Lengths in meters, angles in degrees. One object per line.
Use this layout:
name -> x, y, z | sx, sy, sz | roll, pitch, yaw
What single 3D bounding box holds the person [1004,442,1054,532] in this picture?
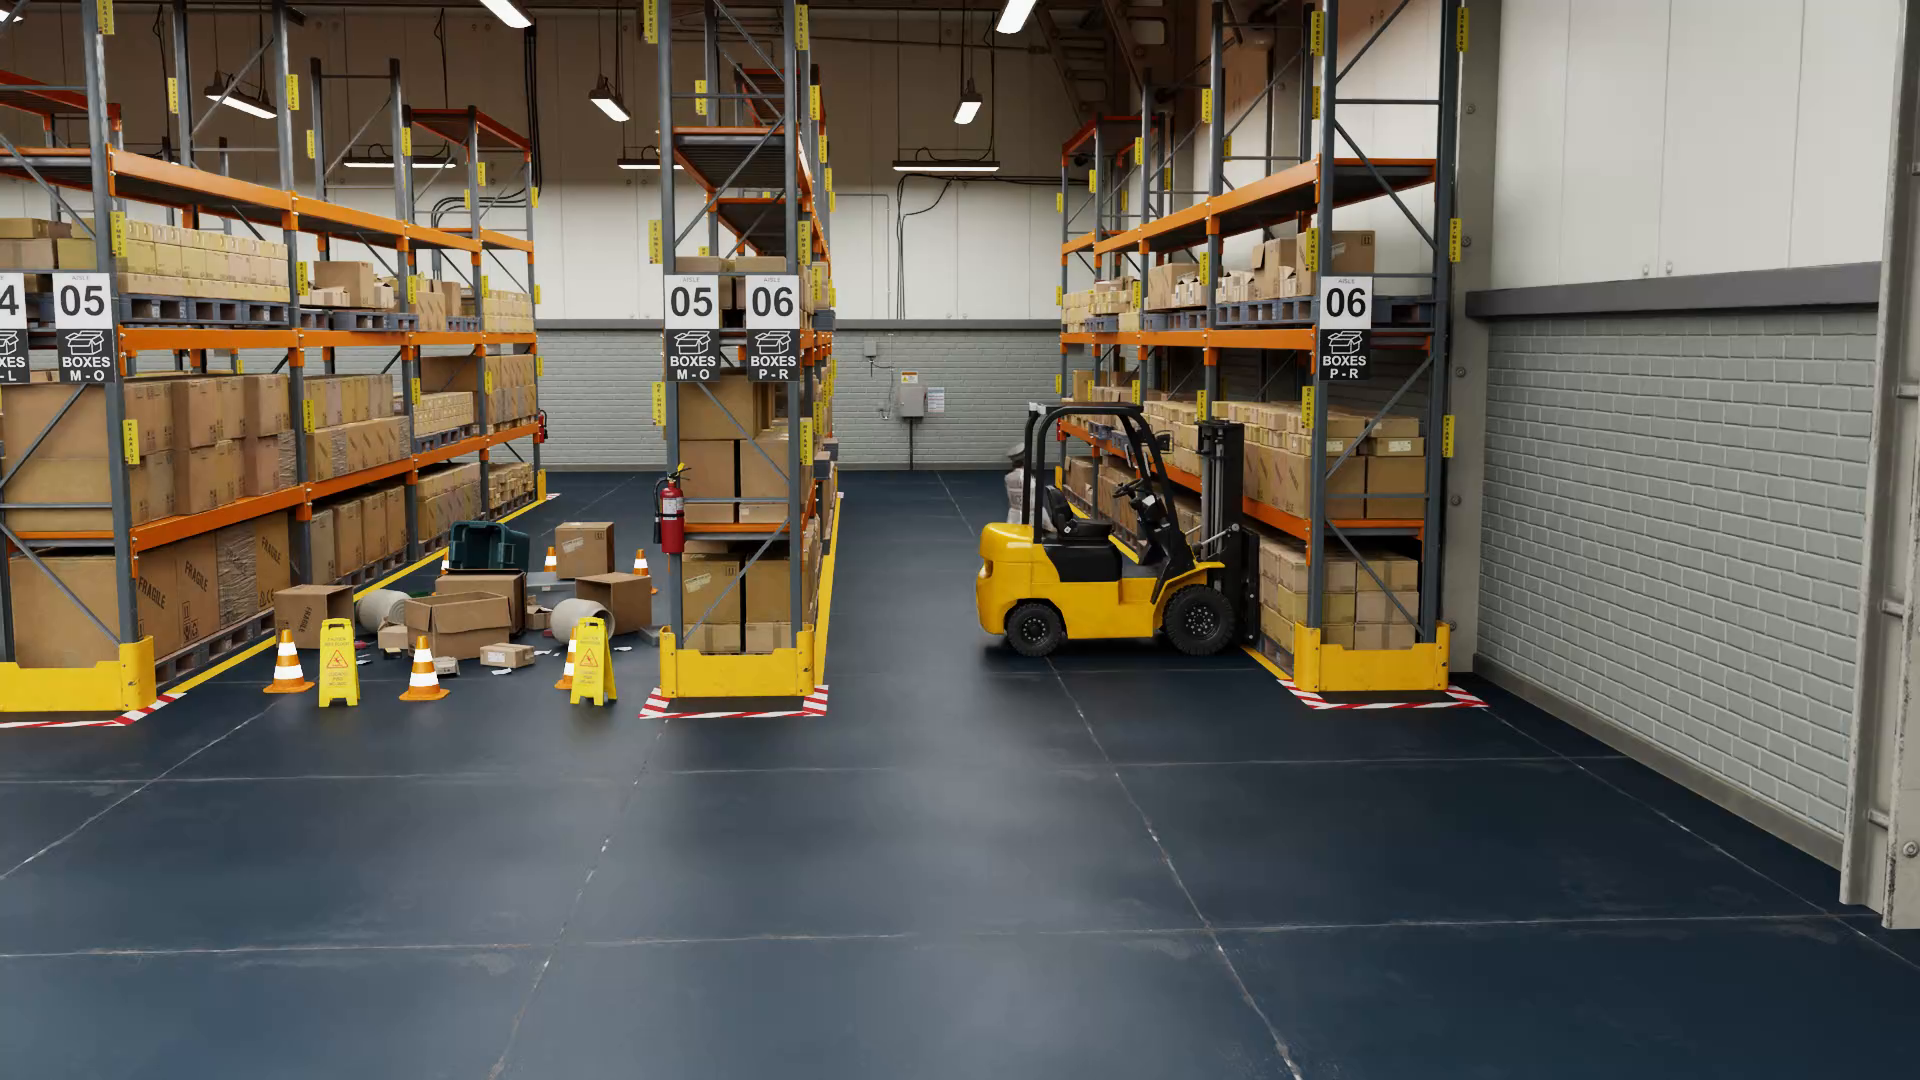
person -> 0.665, -0.112, 16.430 | 0.452, 1.702, 0.538 | -4, 8, -32
